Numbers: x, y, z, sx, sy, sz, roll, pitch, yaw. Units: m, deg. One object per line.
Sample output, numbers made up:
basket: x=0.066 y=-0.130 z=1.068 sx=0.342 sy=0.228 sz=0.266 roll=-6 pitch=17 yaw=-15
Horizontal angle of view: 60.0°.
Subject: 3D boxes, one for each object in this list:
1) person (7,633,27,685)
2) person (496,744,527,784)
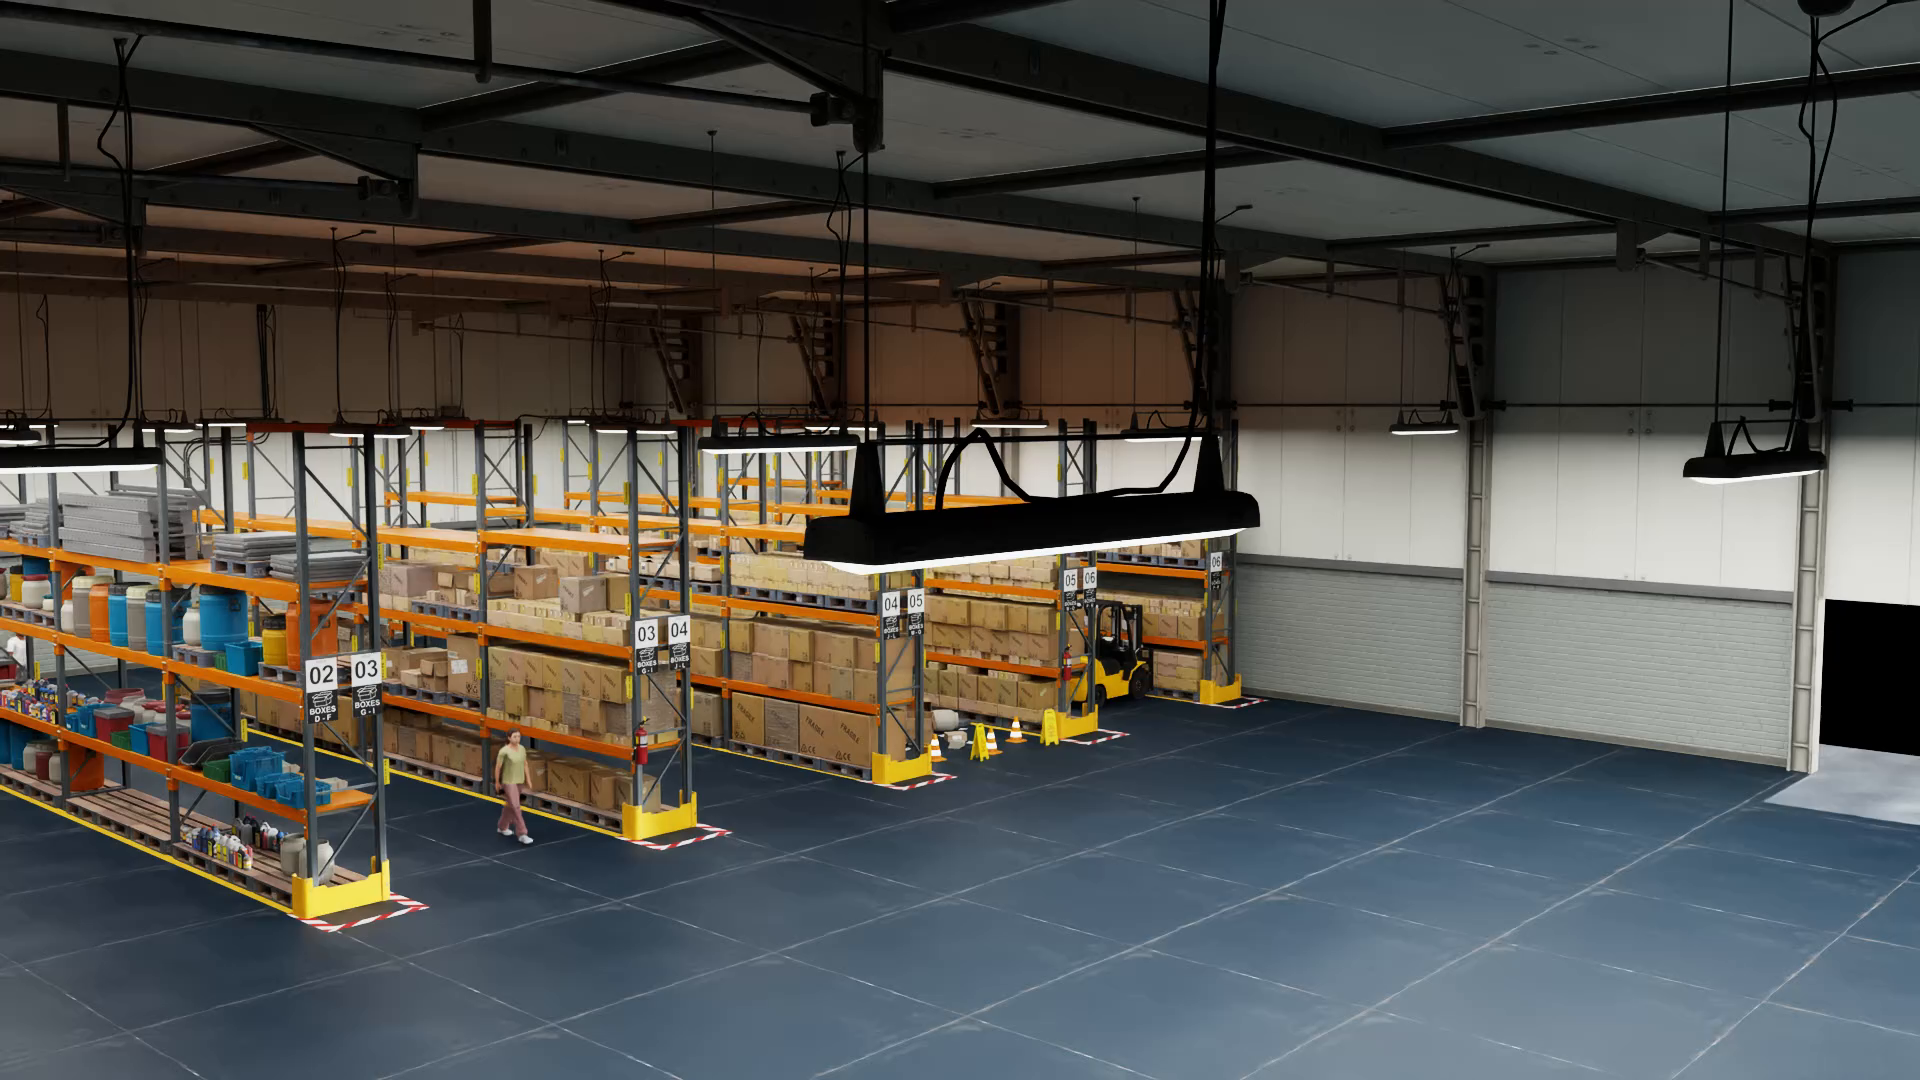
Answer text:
person: x=-19.760 y=2.677 z=35.008 sx=1.093 sy=1.583 sz=0.557 roll=4 pitch=6 yaw=39
person: x=-6.482 y=3.255 z=24.137 sx=0.305 sy=0.588 sz=0.456 roll=3 pitch=5 yaw=32
